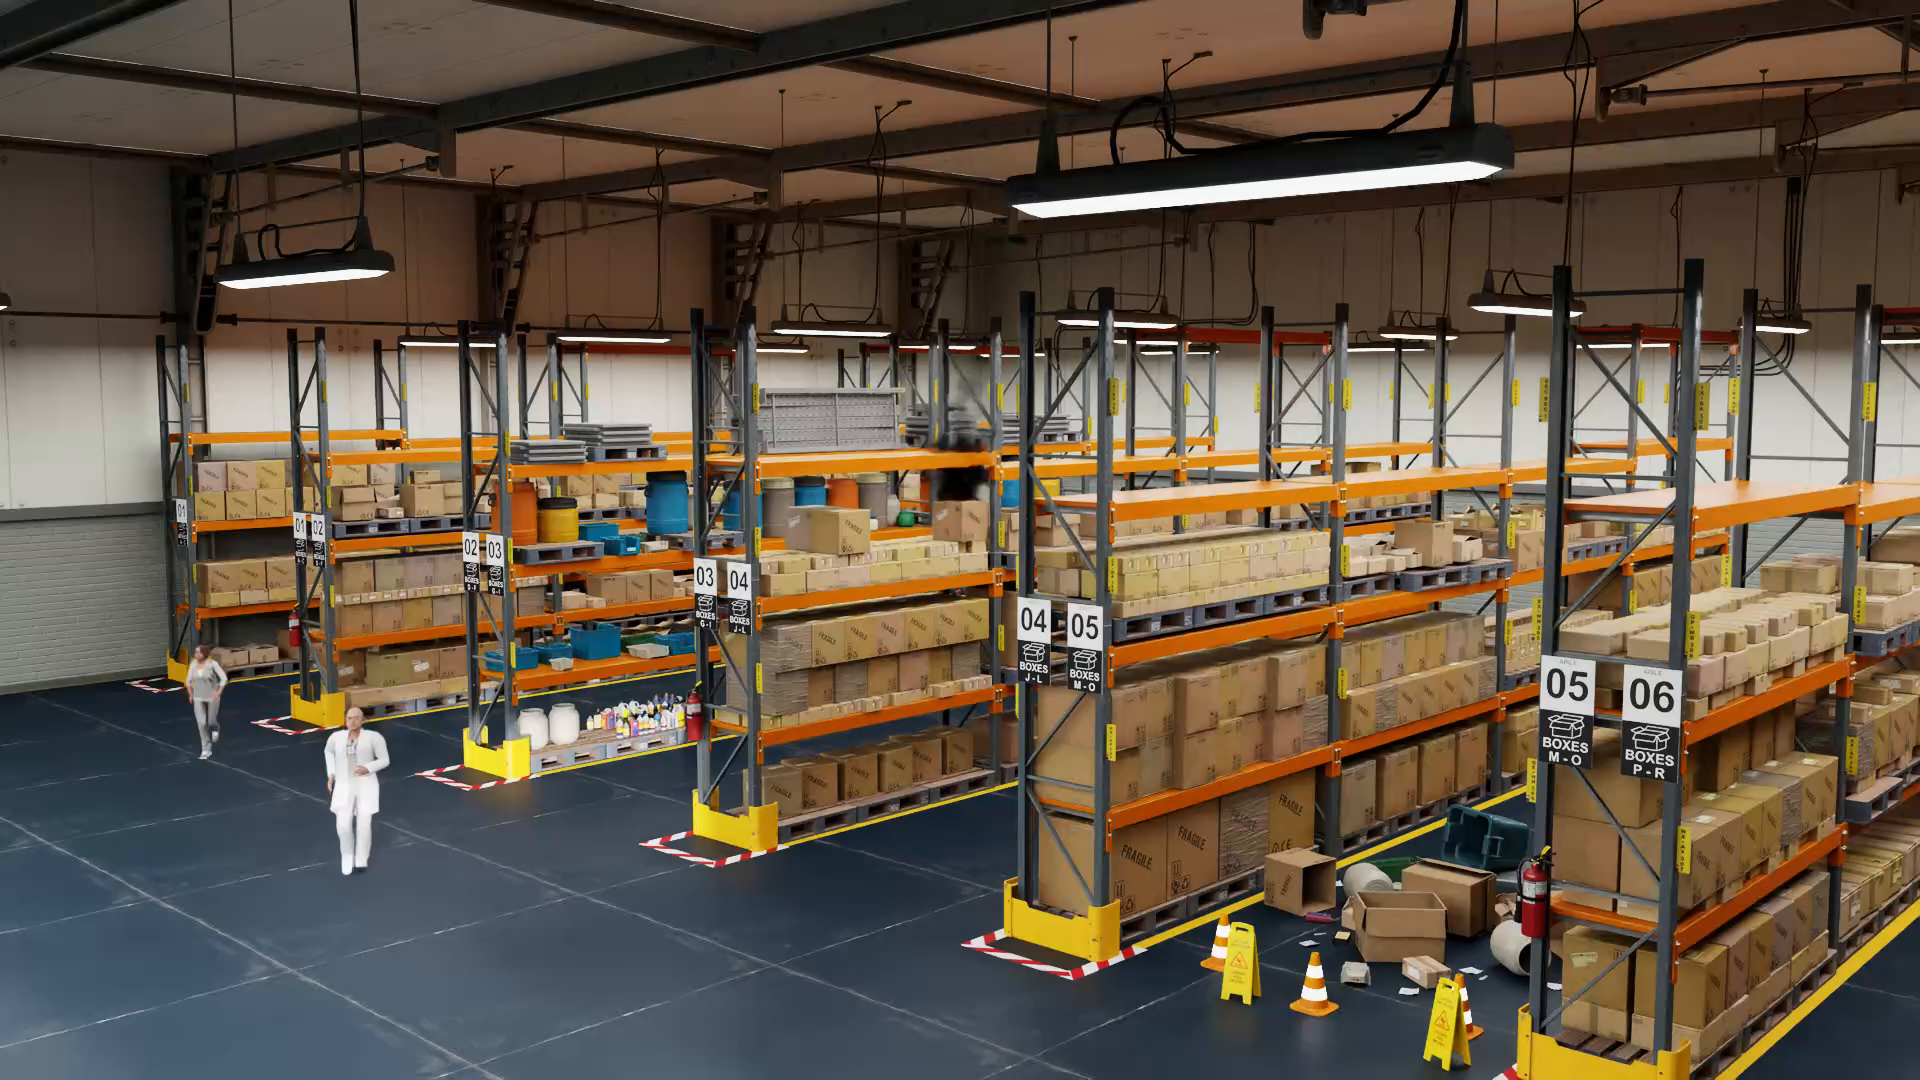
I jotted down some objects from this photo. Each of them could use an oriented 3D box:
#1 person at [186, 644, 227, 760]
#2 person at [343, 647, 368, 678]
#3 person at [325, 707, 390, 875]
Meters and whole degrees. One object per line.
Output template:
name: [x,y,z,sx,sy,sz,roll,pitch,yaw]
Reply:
person: [-10.454,2.218,23.115,0.546,1.585,0.654,-1,5,-9]
person: [-10.171,1.703,27.875,0.644,1.680,0.591,3,6,28]
person: [-6.350,2.641,17.498,0.683,1.767,0.720,-1,6,-12]
